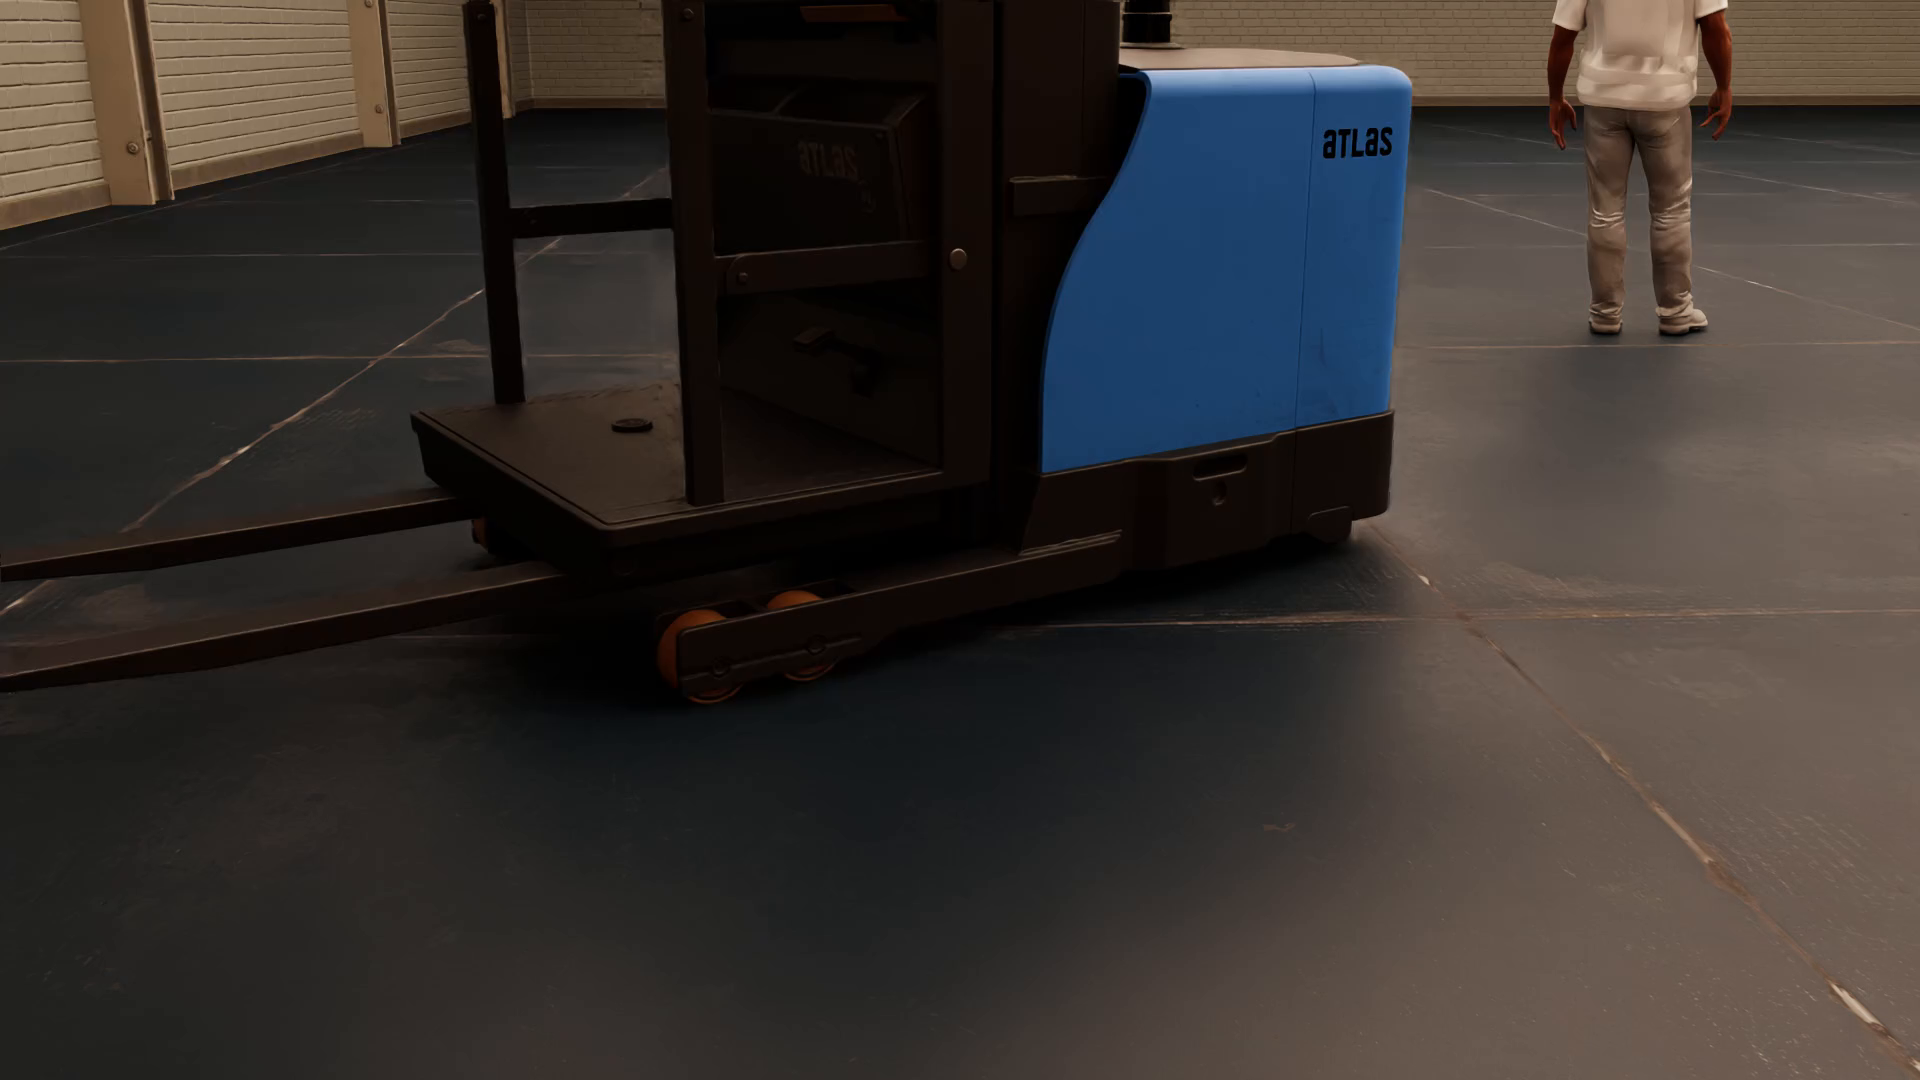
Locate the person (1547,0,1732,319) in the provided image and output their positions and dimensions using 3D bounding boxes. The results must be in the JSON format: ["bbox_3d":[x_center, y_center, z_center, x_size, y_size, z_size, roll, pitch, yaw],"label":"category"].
[{"bbox_3d":[2.575,-1.698,6.324,0.666,1.706,0.420,10,20,30],"label":"person"}]

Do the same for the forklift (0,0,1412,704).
[{"bbox_3d":[-0.500,-1.284,3.106,3.031,2.935,1.130,-11,20,-32],"label":"forklift"}]
